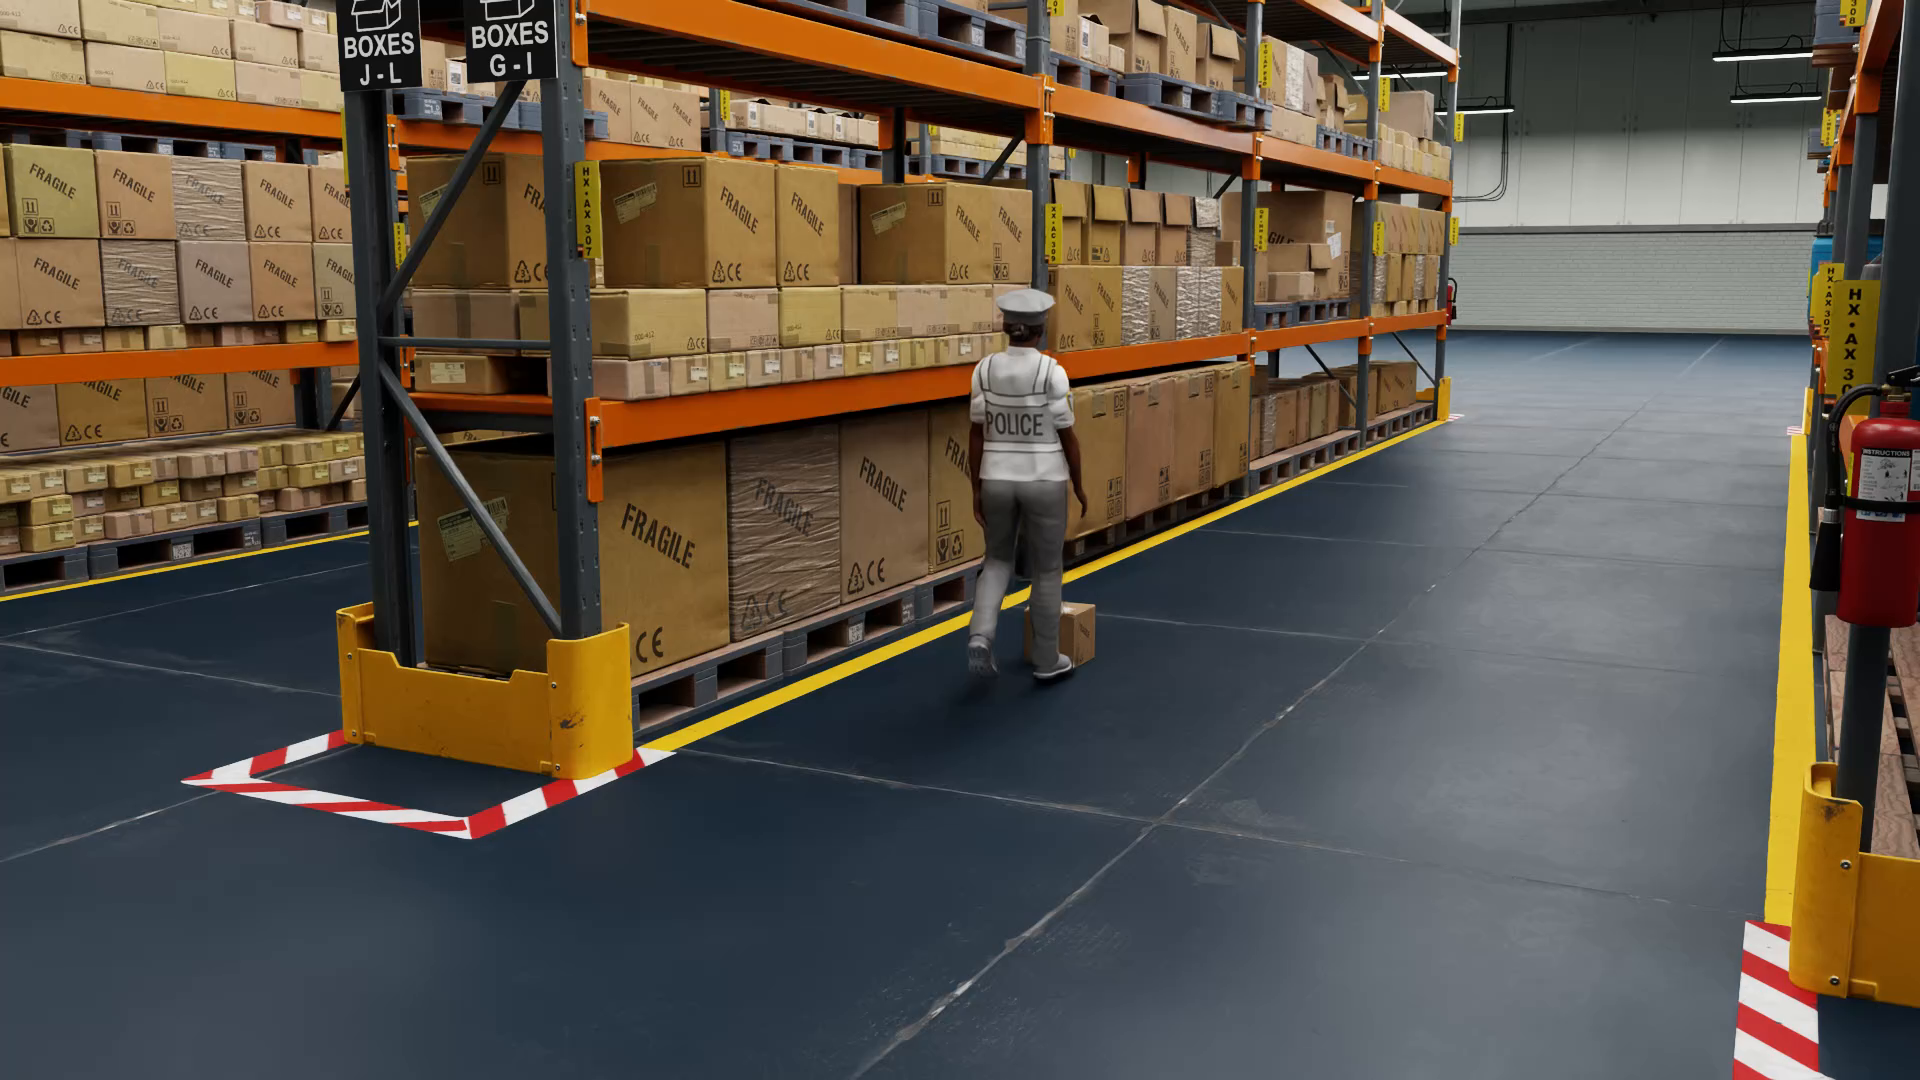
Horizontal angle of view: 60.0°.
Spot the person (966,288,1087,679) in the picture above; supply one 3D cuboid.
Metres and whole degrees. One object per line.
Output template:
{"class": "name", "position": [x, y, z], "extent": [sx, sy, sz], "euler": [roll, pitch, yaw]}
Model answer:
{"class": "person", "position": [0.287, -0.223, 7.077], "extent": [0.468, 1.677, 0.557], "euler": [4, 10, 21]}
